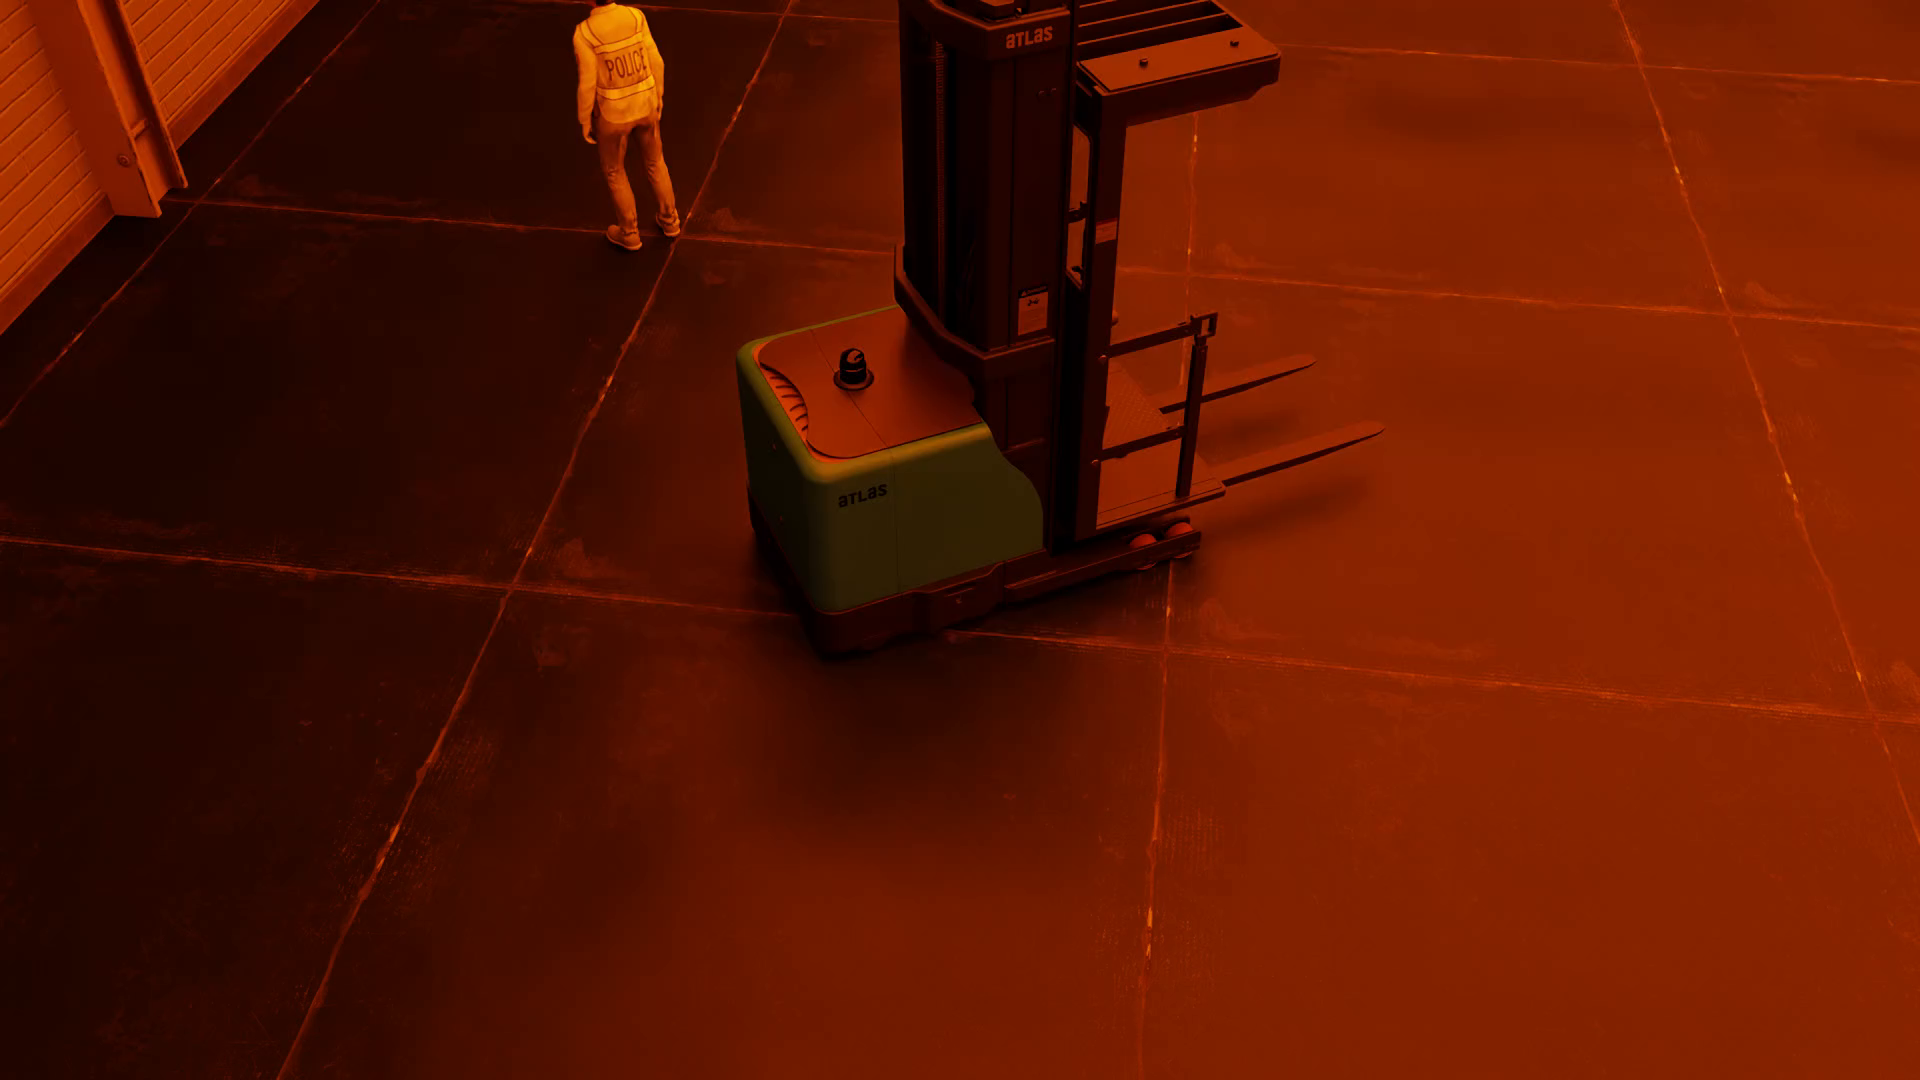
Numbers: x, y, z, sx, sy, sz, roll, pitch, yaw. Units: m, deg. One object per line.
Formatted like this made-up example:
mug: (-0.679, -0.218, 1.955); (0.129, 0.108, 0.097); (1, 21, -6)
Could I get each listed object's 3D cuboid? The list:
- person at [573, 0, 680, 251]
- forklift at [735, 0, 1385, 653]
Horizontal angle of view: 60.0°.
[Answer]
person: (-1.882, -2.396, 9.271); (0.540, 1.664, 0.375); (-26, 48, -25)
forklift: (0.571, -1.252, 7.087); (3.031, 2.935, 1.130); (-17, 45, -17)
